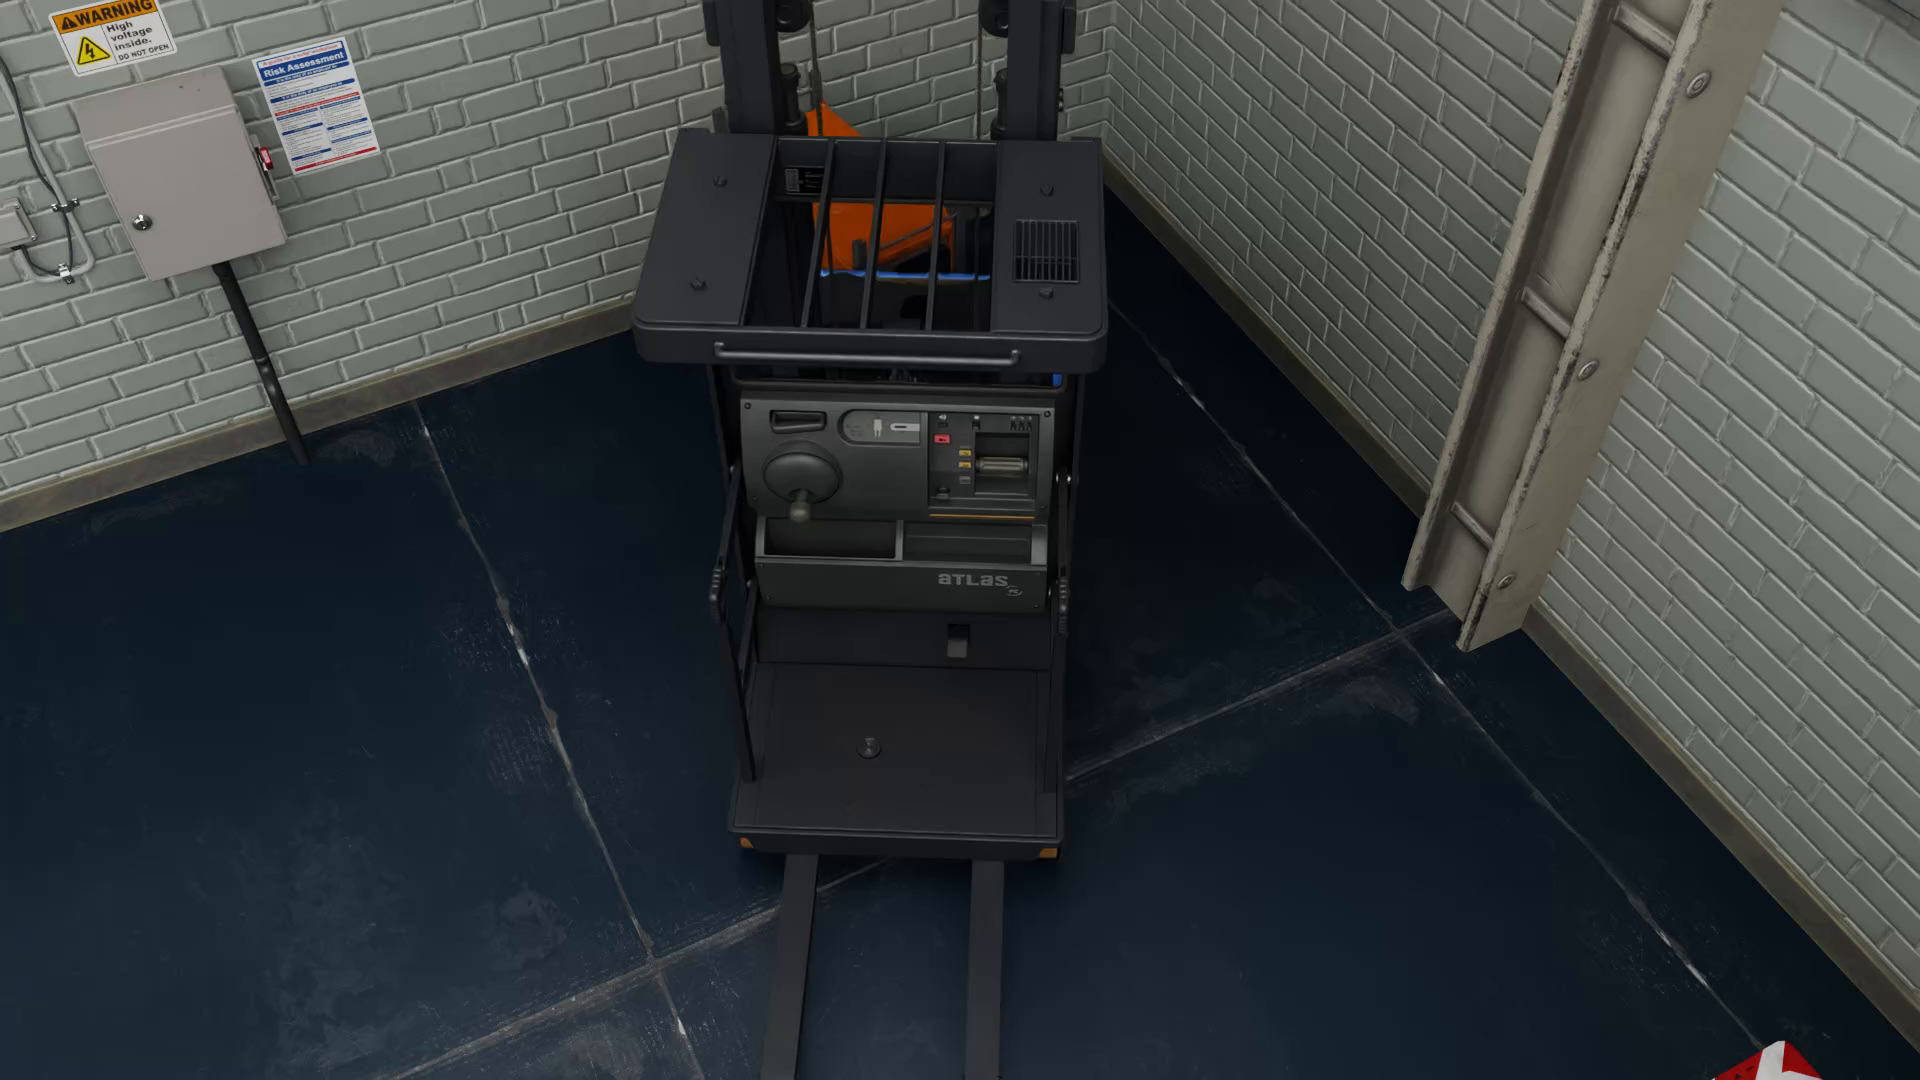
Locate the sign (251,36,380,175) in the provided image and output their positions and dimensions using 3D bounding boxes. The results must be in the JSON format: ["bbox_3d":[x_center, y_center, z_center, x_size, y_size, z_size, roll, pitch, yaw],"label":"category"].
[{"bbox_3d":[-2.355,-1.588,6.102,0.329,0.494,0.001,-21,52,-18],"label":"sign"}]

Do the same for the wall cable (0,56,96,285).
[{"bbox_3d":[-3.378,-1.516,5.300,0.588,1.984,0.122,-21,52,-18],"label":"wall cable"}]

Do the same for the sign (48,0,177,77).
[{"bbox_3d":[-2.844,-1.702,5.590,0.339,0.242,0.001,-21,52,-18],"label":"sign"}]

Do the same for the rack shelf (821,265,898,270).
[{"bbox_3d":[-0.484,-0.981,7.078,0.538,0.278,1.000,-29,55,-23],"label":"rack shelf"}]

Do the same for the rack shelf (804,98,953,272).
[{"bbox_3d":[-0.484,-1.334,6.674,0.538,0.278,1.000,-29,55,-23],"label":"rack shelf"}]

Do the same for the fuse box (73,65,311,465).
[{"bbox_3d":[-2.700,-0.887,6.281,0.539,1.711,0.414,-21,52,-18],"label":"fuse box"}]

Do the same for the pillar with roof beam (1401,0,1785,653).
[{"bbox_3d":[-1.882,-1.238,1.747,9.100,9.000,0.400,-21,52,-18],"label":"pillar with roof beam"}]

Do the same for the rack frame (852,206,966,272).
[{"bbox_3d":[-0.186,-0.832,6.623,0.500,1.125,0.032,-29,55,-23],"label":"rack frame"}]

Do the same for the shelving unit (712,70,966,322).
[{"bbox_3d":[-0.484,-1.142,6.894,0.538,1.125,1.048,-29,55,-23],"label":"shelving unit"}]

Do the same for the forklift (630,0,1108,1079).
[{"bbox_3d":[-0.192,-0.135,4.813,1.130,2.935,3.031,2,49,1],"label":"forklift"}]

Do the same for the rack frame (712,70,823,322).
[{"bbox_3d":[-0.782,-1.452,7.165,0.500,1.125,0.032,-29,55,-23],"label":"rack frame"}]
